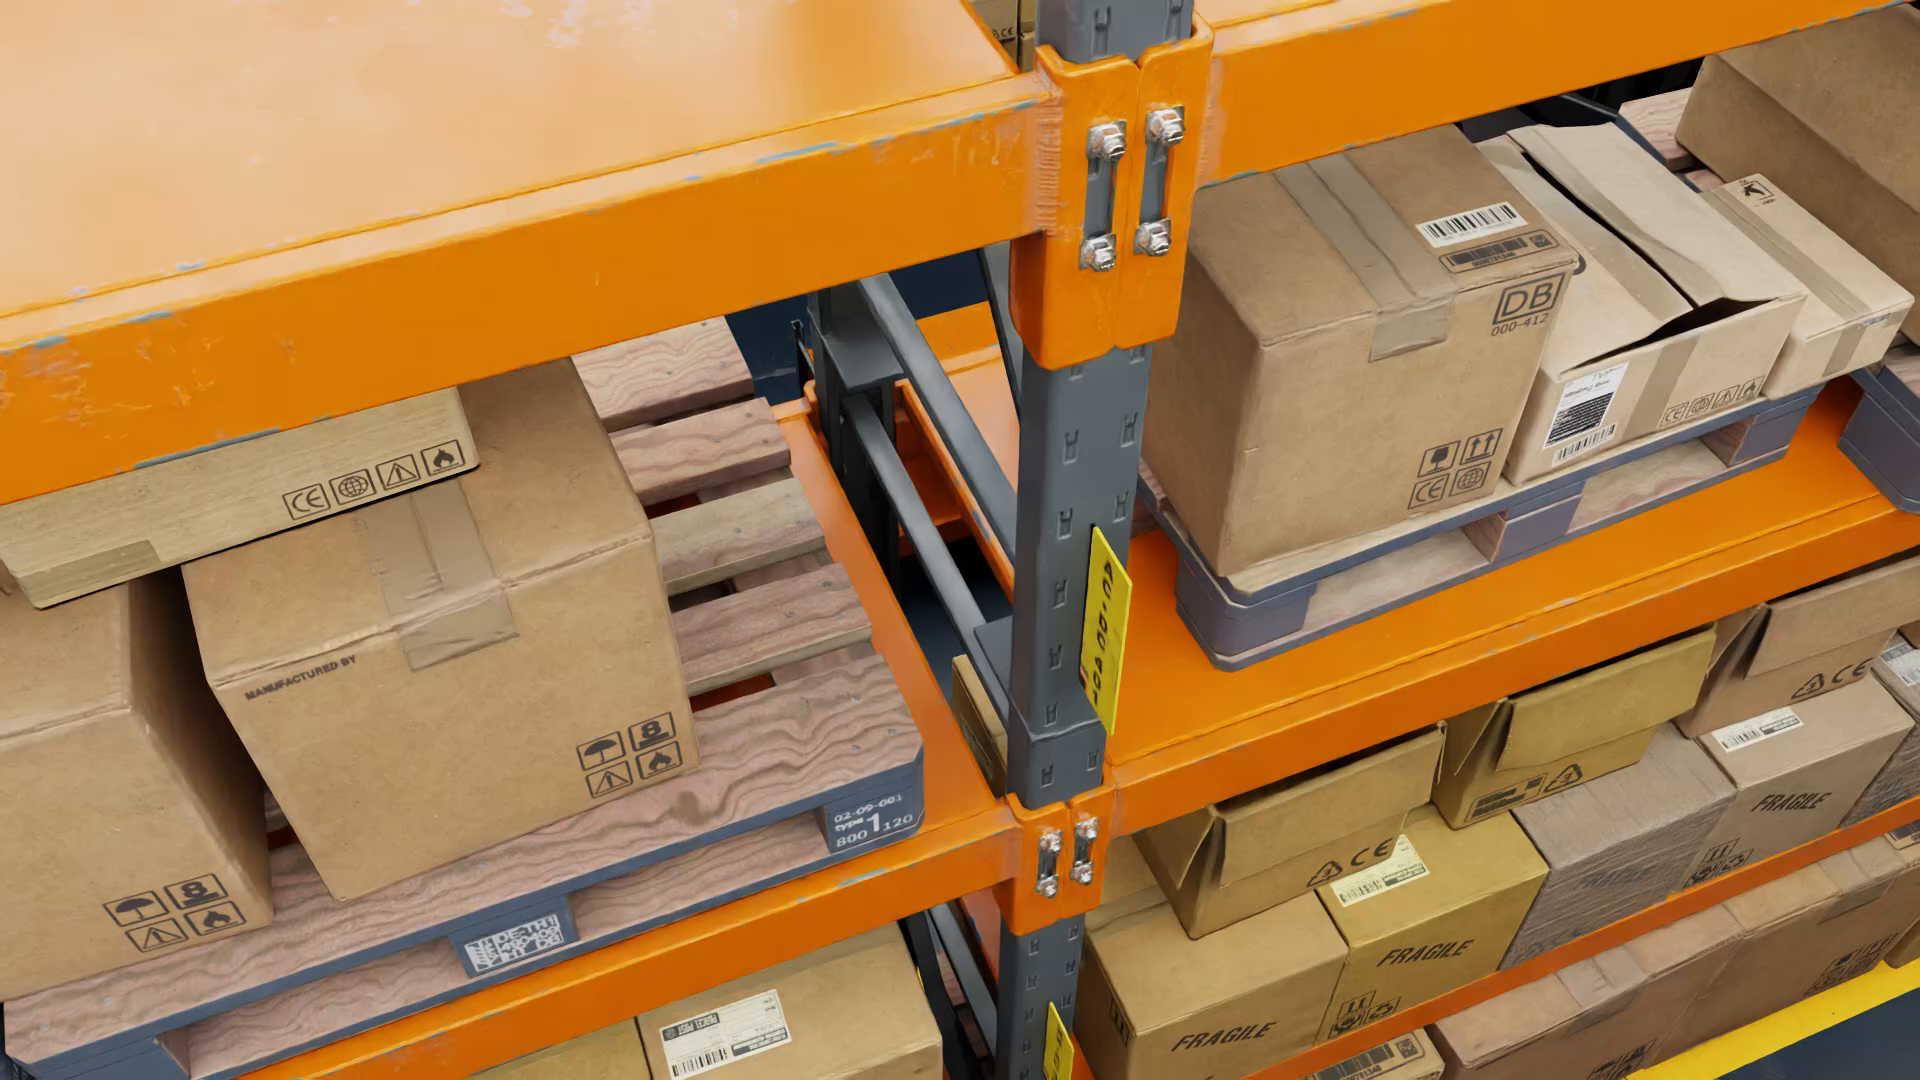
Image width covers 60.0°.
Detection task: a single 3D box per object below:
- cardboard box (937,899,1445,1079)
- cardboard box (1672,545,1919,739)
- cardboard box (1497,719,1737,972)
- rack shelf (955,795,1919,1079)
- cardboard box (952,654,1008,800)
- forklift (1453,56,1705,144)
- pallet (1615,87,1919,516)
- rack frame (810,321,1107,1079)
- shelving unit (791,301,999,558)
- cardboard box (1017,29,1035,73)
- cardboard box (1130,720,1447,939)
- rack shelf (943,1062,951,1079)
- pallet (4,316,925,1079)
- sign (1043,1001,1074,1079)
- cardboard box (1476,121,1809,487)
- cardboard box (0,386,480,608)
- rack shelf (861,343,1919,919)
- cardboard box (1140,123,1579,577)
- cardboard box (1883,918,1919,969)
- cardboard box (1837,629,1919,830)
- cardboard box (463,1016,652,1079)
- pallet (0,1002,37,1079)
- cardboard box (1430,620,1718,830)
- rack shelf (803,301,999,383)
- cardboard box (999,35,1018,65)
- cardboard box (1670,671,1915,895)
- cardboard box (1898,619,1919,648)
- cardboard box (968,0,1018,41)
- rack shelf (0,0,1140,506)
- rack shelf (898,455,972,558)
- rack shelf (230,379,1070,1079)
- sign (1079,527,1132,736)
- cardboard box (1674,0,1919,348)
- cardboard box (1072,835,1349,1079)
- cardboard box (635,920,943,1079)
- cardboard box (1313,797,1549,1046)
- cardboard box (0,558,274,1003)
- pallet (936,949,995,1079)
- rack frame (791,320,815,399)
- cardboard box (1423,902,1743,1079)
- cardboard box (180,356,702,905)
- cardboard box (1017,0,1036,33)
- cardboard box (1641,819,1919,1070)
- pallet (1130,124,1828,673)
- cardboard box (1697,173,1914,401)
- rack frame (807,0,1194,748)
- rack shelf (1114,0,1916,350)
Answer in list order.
[{"bbox_3d":[0.558,1.263,4.653,0.875,0.875,1.225,-17,51,-14],"label":"cardboard box"},{"bbox_3d":[1.771,-0.021,3.905,0.637,0.503,0.797,-16,51,-13],"label":"cardboard box"},{"bbox_3d":[1.422,0.628,4.008,0.500,0.500,0.500,-18,52,-15],"label":"cardboard box"},{"bbox_3d":[1.825,0.566,4.602,4.000,0.370,1.077,-17,52,-14],"label":"rack shelf"},{"bbox_3d":[0.303,0.547,4.078,0.500,0.500,0.500,-17,51,-14],"label":"cardboard box"},{"bbox_3d":[2.844,-2.142,6.499,3.031,2.935,1.130,-23,53,-18],"label":"forklift"},{"bbox_3d":[2.066,-0.613,3.287,1.213,0.211,1.003,-15,51,-13],"label":"pallet"},{"bbox_3d":[-0.026,0.905,3.836,0.127,3.000,1.000,-17,52,-14],"label":"rack frame"},{"bbox_3d":[-0.006,-0.365,6.162,1.048,1.125,0.538,-17,52,-14],"label":"shelving unit"},{"bbox_3d":[0.419,-2.395,8.041,0.500,0.500,0.500,-19,52,-16],"label":"cardboard box"},{"bbox_3d":[0.562,0.357,3.580,0.637,0.503,0.797,-18,52,-15],"label":"cardboard box"},{"bbox_3d":[-1.878,1.713,3.616,4.000,0.370,1.077,-17,52,-14],"label":"rack shelf"},{"bbox_3d":[-0.788,0.184,2.537,1.213,0.211,1.003,-17,52,-14],"label":"pallet"},{"bbox_3d":[0.185,0.987,3.143,0.005,0.325,0.100,-17,52,-14],"label":"sign"},{"bbox_3d":[1.023,-0.431,2.789,0.500,0.311,0.500,-19,52,-15],"label":"cardboard box"},{"bbox_3d":[-0.900,-0.253,1.951,0.500,0.250,0.500,-20,52,-17],"label":"cardboard box"},{"bbox_3d":[1.825,-0.411,3.464,4.000,0.370,1.077,-17,52,-14],"label":"rack shelf"},{"bbox_3d":[0.507,-0.415,2.650,0.500,0.500,0.700,-16,51,-13],"label":"cardboard box"},{"bbox_3d":[3.030,0.497,5.311,0.875,0.875,1.225,-19,52,-16],"label":"cardboard box"},{"bbox_3d":[2.370,0.331,4.263,0.500,0.500,0.500,-19,52,-15],"label":"cardboard box"},{"bbox_3d":[-0.816,1.073,3.100,0.500,0.500,0.500,-17,51,-14],"label":"cardboard box"},{"bbox_3d":[-1.915,0.531,2.238,1.213,0.211,1.003,-17,52,-14],"label":"pallet"},{"bbox_3d":[1.202,0.168,3.742,0.637,0.503,0.797,-17,51,-14],"label":"cardboard box"},{"bbox_3d":[-0.006,-0.555,5.940,1.000,0.278,0.538,-17,52,-14],"label":"rack shelf"},{"bbox_3d":[-0.055,-2.268,7.932,0.500,0.500,0.500,-16,51,-14],"label":"cardboard box"},{"bbox_3d":[1.899,0.476,4.139,0.500,0.500,0.500,-16,51,-14],"label":"cardboard box"},{"bbox_3d":[2.389,-0.218,4.074,0.637,0.503,0.797,-16,51,-13],"label":"cardboard box"},{"bbox_3d":[-0.058,-2.498,7.635,0.500,0.250,0.500,-15,51,-13],"label":"cardboard box"},{"bbox_3d":[-1.878,-0.111,1.492,4.000,0.370,1.077,-17,52,-14],"label":"rack shelf"},{"bbox_3d":[-0.006,-0.205,6.348,1.000,0.278,0.538,-17,52,-14],"label":"rack shelf"},{"bbox_3d":[-1.878,0.736,2.478,4.000,0.370,1.077,-17,52,-14],"label":"rack shelf"},{"bbox_3d":[0.185,0.123,2.138,0.005,0.325,0.100,-17,52,-14],"label":"sign"},{"bbox_3d":[1.793,-0.789,2.969,0.637,0.503,0.797,-18,52,-15],"label":"cardboard box"},{"bbox_3d":[0.494,0.916,3.761,0.500,0.500,0.500,-17,51,-14],"label":"cardboard box"},{"bbox_3d":[-0.351,0.933,3.221,0.500,0.500,0.500,-16,51,-13],"label":"cardboard box"},{"bbox_3d":[0.959,0.772,3.885,0.500,0.500,0.500,-17,51,-14],"label":"cardboard box"},{"bbox_3d":[-1.228,0.144,2.104,0.500,0.500,0.700,-15,51,-12],"label":"cardboard box"},{"bbox_3d":[0.659,1.540,5.129,1.213,0.211,1.003,-17,52,-14],"label":"pallet"},{"bbox_3d":[-0.477,-0.219,6.037,0.032,1.125,0.500,-17,52,-14],"label":"rack frame"},{"bbox_3d":[1.385,1.006,4.873,0.875,0.875,1.225,-19,52,-15],"label":"cardboard box"},{"bbox_3d":[-0.728,-0.007,2.234,0.500,0.500,0.700,-20,52,-16],"label":"cardboard box"},{"bbox_3d":[0.421,-2.654,7.769,0.500,0.250,0.500,-16,51,-13],"label":"cardboard box"},{"bbox_3d":[2.202,0.747,5.096,0.875,0.875,1.225,-17,51,-14],"label":"cardboard box"},{"bbox_3d":[0.804,-0.307,3.026,1.217,0.209,0.805,-19,52,-16],"label":"pallet"},{"bbox_3d":[1.409,-0.449,2.910,0.250,0.149,0.380,-19,52,-16],"label":"cardboard box"},{"bbox_3d":[-0.026,-1.049,1.560,0.127,3.000,1.000,-17,52,-14],"label":"rack frame"},{"bbox_3d":[1.825,-1.258,2.477,4.000,0.370,1.077,-17,52,-14],"label":"rack shelf"}]
